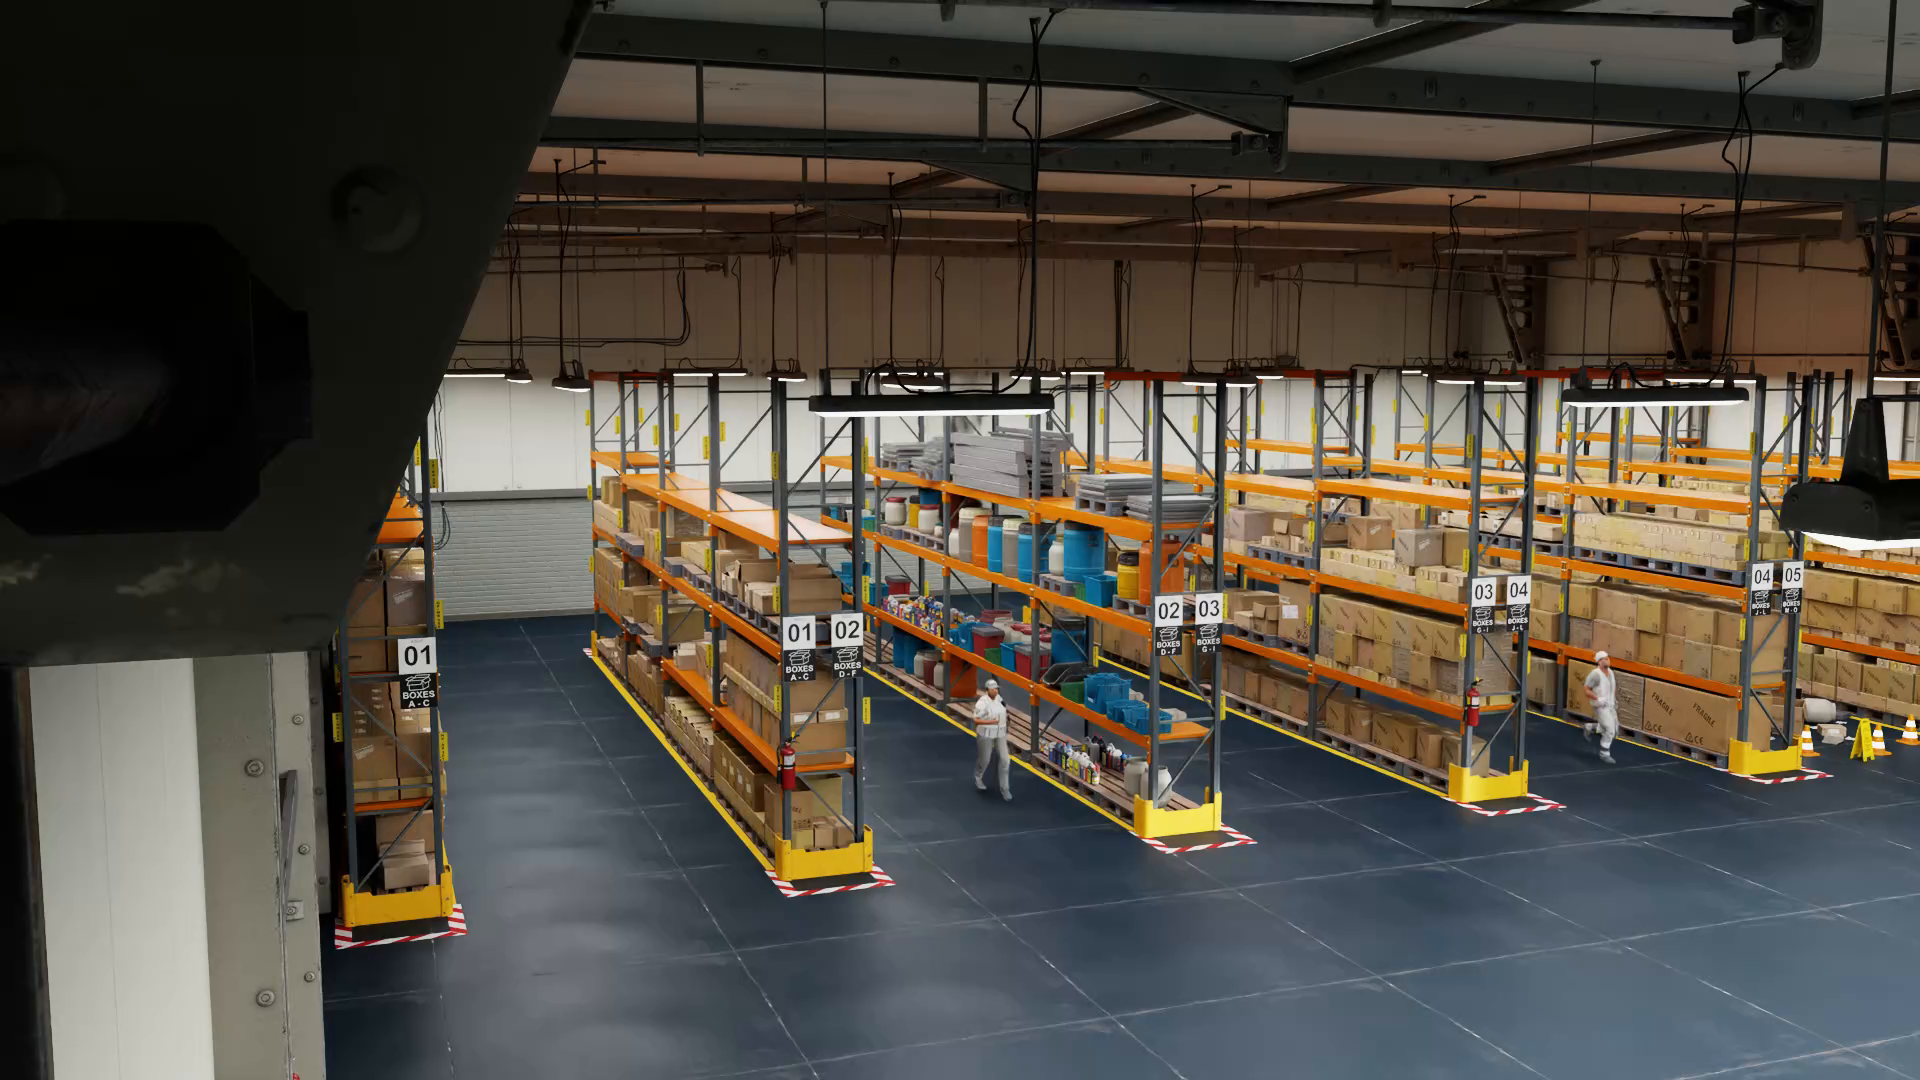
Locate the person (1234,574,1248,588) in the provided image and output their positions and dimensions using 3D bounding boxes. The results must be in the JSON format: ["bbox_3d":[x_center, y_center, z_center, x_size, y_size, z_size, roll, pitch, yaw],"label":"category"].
[{"bbox_3d":[6.988,0.867,41.431,0.680,1.746,0.639,-4,7,-31],"label":"person"}]

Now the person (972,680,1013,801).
[{"bbox_3d":[0.437,2.846,23.889,0.594,1.720,0.826,-3,7,-27],"label":"person"}]

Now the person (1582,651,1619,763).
[{"bbox_3d":[9.999,2.583,26.013,0.676,1.725,0.675,-5,8,-37],"label":"person"}]
